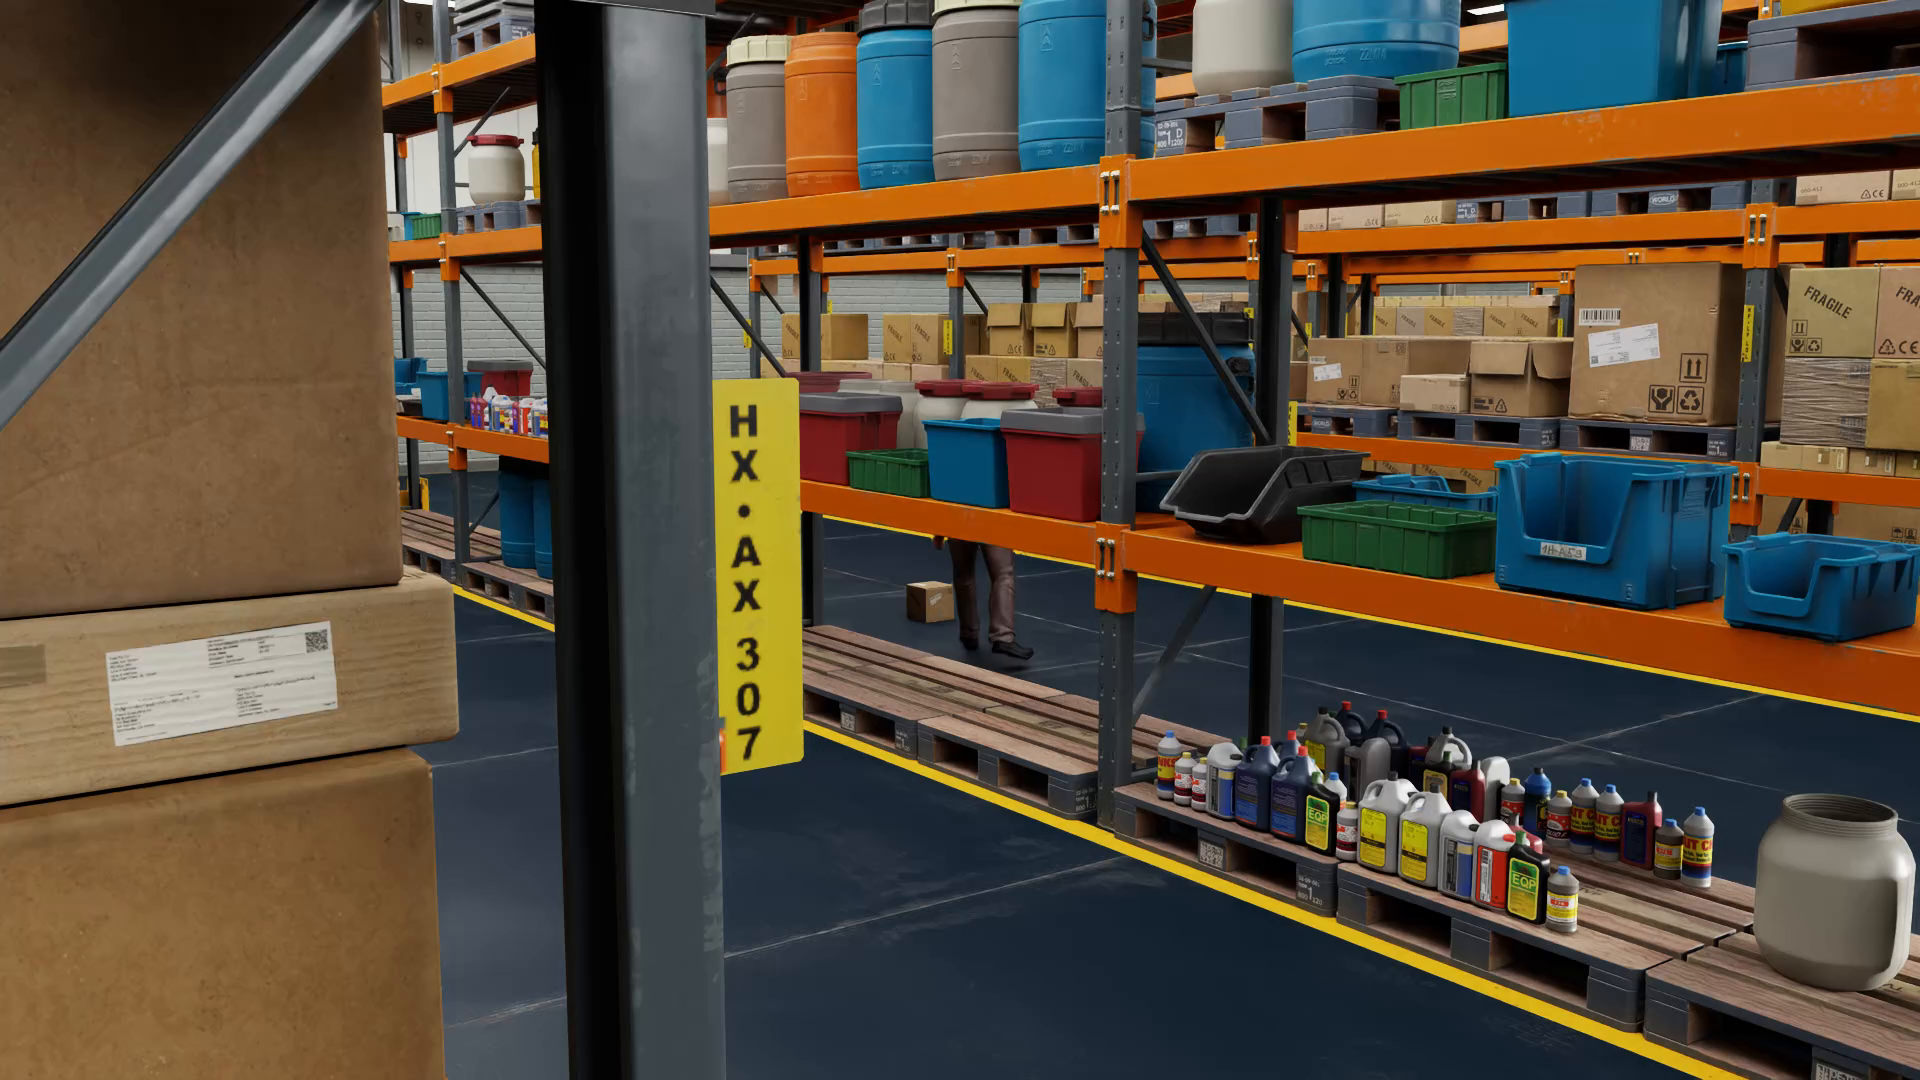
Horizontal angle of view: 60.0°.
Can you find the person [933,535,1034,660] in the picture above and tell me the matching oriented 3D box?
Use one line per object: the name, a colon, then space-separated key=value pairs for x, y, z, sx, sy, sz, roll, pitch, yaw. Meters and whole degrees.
person: x=0.175 y=-0.089 z=10.678 sx=0.770 sy=1.673 sz=0.890 roll=3 pitch=8 yaw=19
